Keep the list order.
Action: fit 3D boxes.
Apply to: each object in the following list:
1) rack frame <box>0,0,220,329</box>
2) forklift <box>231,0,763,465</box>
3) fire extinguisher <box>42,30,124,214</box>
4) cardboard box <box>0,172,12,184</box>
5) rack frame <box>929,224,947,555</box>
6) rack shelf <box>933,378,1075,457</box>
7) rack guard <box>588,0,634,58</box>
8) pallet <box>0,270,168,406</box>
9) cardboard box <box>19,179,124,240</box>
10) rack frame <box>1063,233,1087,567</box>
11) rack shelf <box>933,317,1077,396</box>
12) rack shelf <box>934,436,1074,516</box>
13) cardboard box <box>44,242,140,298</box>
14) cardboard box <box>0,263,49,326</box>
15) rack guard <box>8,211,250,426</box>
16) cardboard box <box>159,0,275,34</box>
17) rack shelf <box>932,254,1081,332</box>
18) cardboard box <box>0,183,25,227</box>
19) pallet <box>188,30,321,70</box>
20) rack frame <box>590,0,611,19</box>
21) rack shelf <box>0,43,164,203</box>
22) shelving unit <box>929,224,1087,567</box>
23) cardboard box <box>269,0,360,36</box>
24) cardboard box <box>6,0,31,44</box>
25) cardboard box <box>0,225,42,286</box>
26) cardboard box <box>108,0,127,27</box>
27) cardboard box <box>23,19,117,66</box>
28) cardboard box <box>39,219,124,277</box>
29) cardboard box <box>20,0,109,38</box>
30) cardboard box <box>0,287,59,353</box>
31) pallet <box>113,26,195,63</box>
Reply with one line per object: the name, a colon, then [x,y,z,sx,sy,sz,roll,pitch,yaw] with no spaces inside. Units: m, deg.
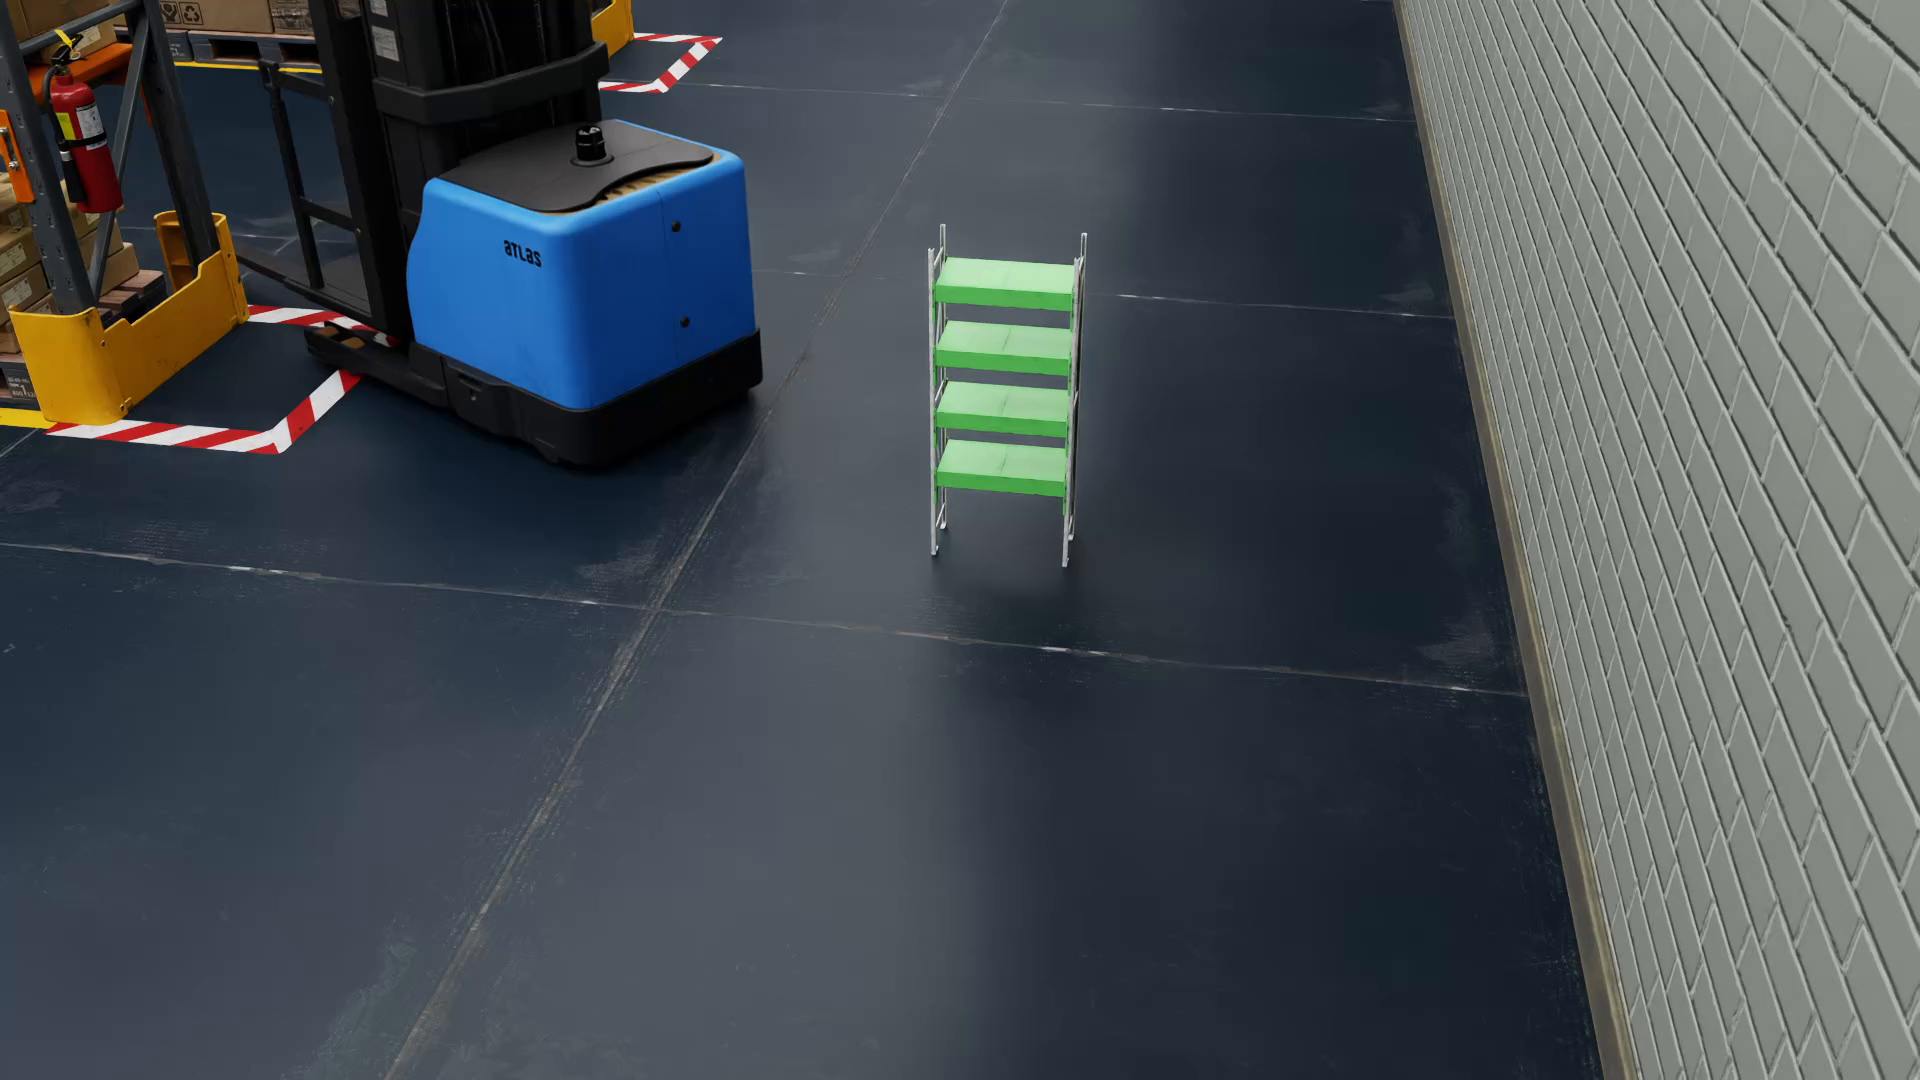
rack frame: [-3.577,-2.062,6.718,0.127,3.000,1.000,5,32,8]
forklift: [-2.326,-2.174,6.960,3.031,2.935,1.130,23,39,32]
fire extinguisher: [-3.406,-1.608,6.416,0.183,0.674,0.296,5,32,8]
cardboard box: [-4.555,-1.560,7.645,0.250,0.149,0.380,5,32,8]
rack frame: [-0.077,-0.516,5.943,0.015,1.200,0.240,5,32,8]
rack shelf: [0.163,-0.440,5.942,0.480,0.148,0.258,5,32,8]
rack guard: [-2.619,-3.586,11.507,0.348,0.500,1.175,5,32,8]
pallet: [-4.446,-0.978,7.614,1.213,0.211,1.003,5,32,8]
cardboard box: [-4.036,-1.509,7.563,0.250,0.149,0.380,4,32,6]
rack frame: [0.404,-0.472,5.873,0.015,1.200,0.240,5,32,8]
rack shelf: [0.163,-0.643,5.815,0.480,0.148,0.258,5,32,8]
rack shelf: [0.163,-0.236,6.069,0.480,0.148,0.258,5,32,8]
cardboard box: [-4.039,-1.246,7.705,0.250,0.149,0.380,6,33,9]
cardboard box: [-4.145,-1.056,7.120,0.250,0.149,0.380,4,32,7]
rack guard: [-3.652,-1.010,7.392,0.348,0.500,1.175,5,32,8]
cardboard box: [-5.061,-4.101,11.581,0.875,0.875,0.875,5,32,8]
rack shelf: [0.163,-0.847,5.687,0.480,0.148,0.258,5,32,8]
cardboard box: [-4.328,-1.470,7.502,0.250,0.149,0.380,6,33,9]
pallet: [-4.643,-3.606,11.812,1.213,0.211,1.003,5,32,8]
rack frame: [-2.643,-4.647,10.848,0.127,3.000,1.000,5,32,8]
rack shelf: [-5.548,-1.936,7.194,4.000,0.370,1.077,5,32,8]
shelving unit: [0.163,-0.494,5.908,0.503,1.200,0.258,5,32,8]
cardboard box: [-4.184,-4.021,11.454,0.875,0.875,0.875,5,32,8]
cardboard box: [-4.063,-2.136,6.461,0.500,0.500,0.500,6,33,9]
cardboard box: [-4.141,-1.199,7.069,0.250,0.149,0.380,6,32,9]
cardboard box: [-5.948,-4.181,11.709,0.875,0.875,0.875,5,32,8]
cardboard box: [-3.841,-2.156,7.104,0.250,0.149,0.380,5,32,8]
cardboard box: [-4.050,-1.339,7.573,0.250,0.149,0.380,6,33,10]
cardboard box: [-3.973,-2.415,6.907,0.500,0.500,0.500,7,33,11]
cardboard box: [-4.131,-0.970,7.263,0.250,0.149,0.380,6,32,9]
pallet: [-5.849,-3.714,11.984,1.213,0.211,1.003,5,32,8]
